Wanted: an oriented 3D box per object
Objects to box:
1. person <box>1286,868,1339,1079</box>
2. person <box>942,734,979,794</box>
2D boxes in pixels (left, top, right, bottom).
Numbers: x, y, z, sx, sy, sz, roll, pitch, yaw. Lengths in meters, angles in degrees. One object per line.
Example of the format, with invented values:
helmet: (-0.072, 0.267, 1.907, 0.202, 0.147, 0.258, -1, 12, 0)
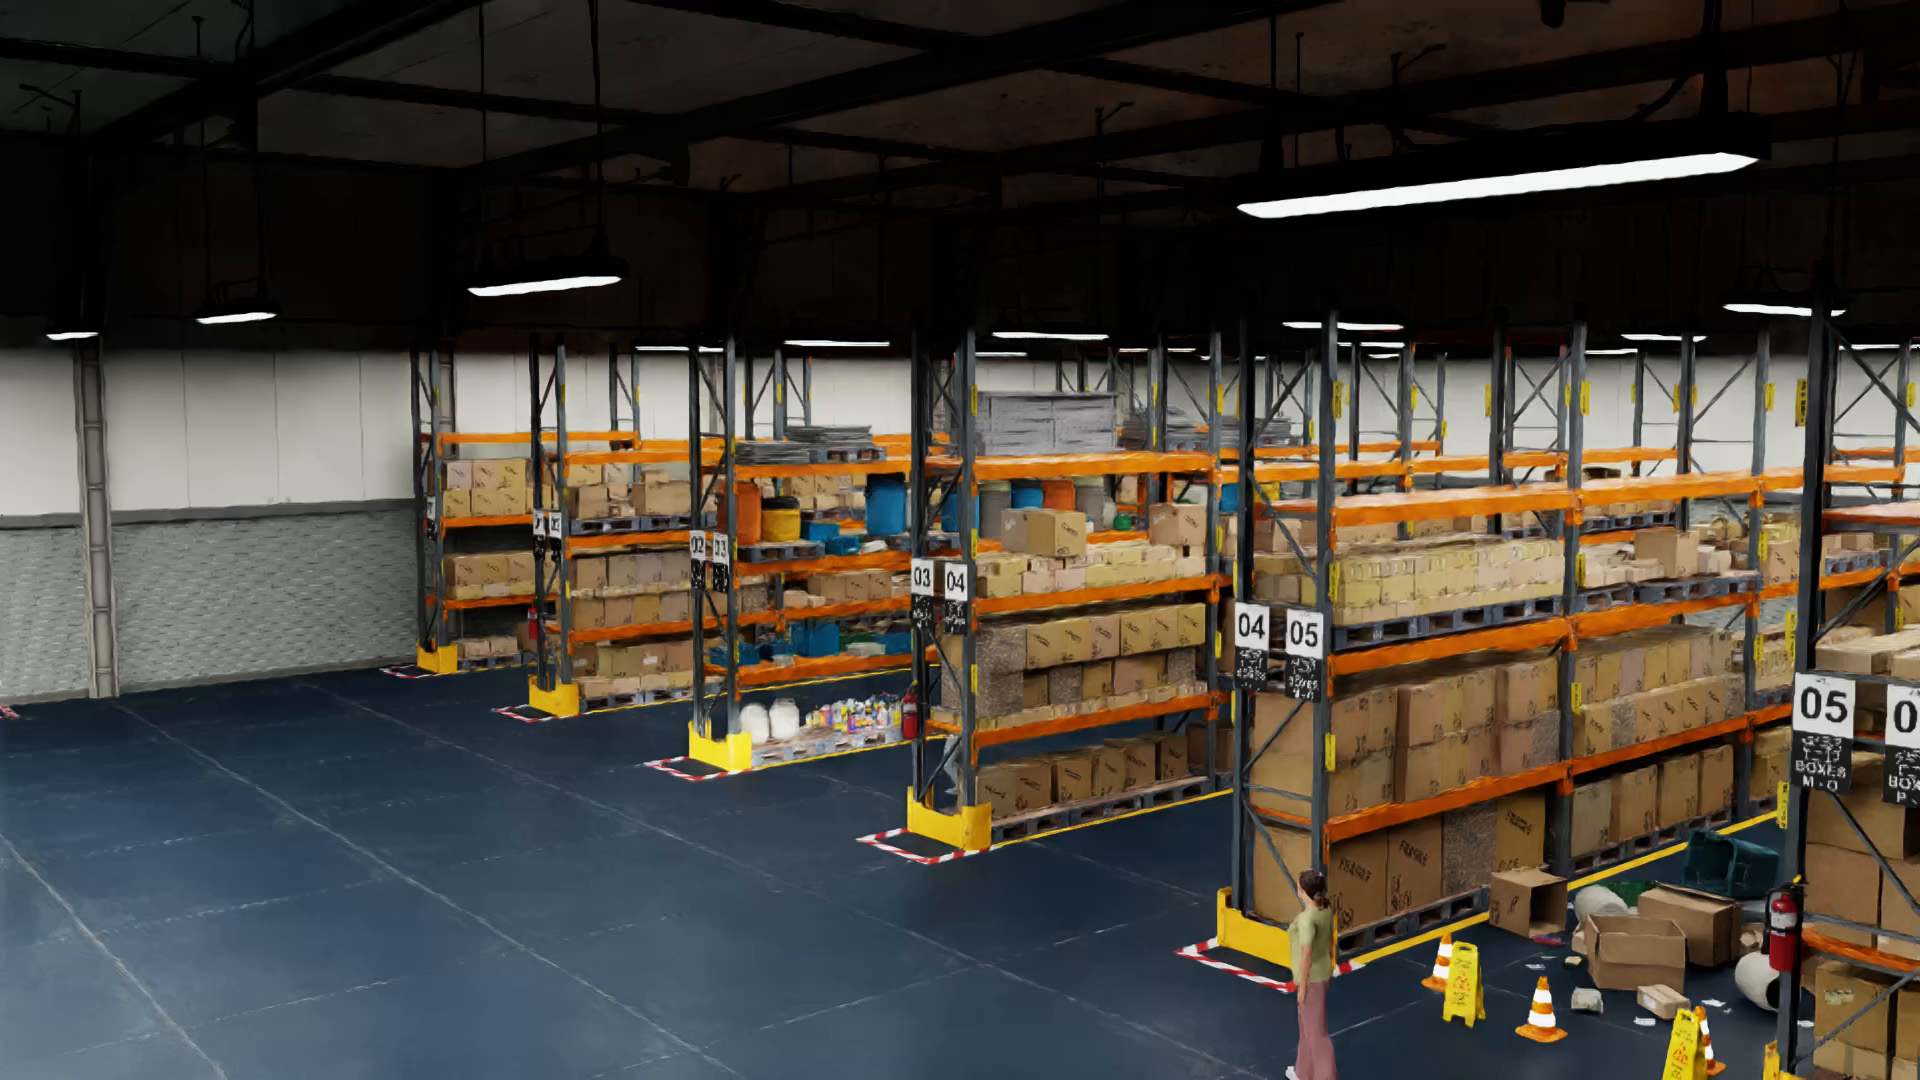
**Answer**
person: (2.549, 3.223, 12.077, 0.539, 1.664, 0.581, 3, 6, 33)
person: (0.015, 2.447, 20.808, 0.582, 1.611, 0.625, -5, 7, -41)
